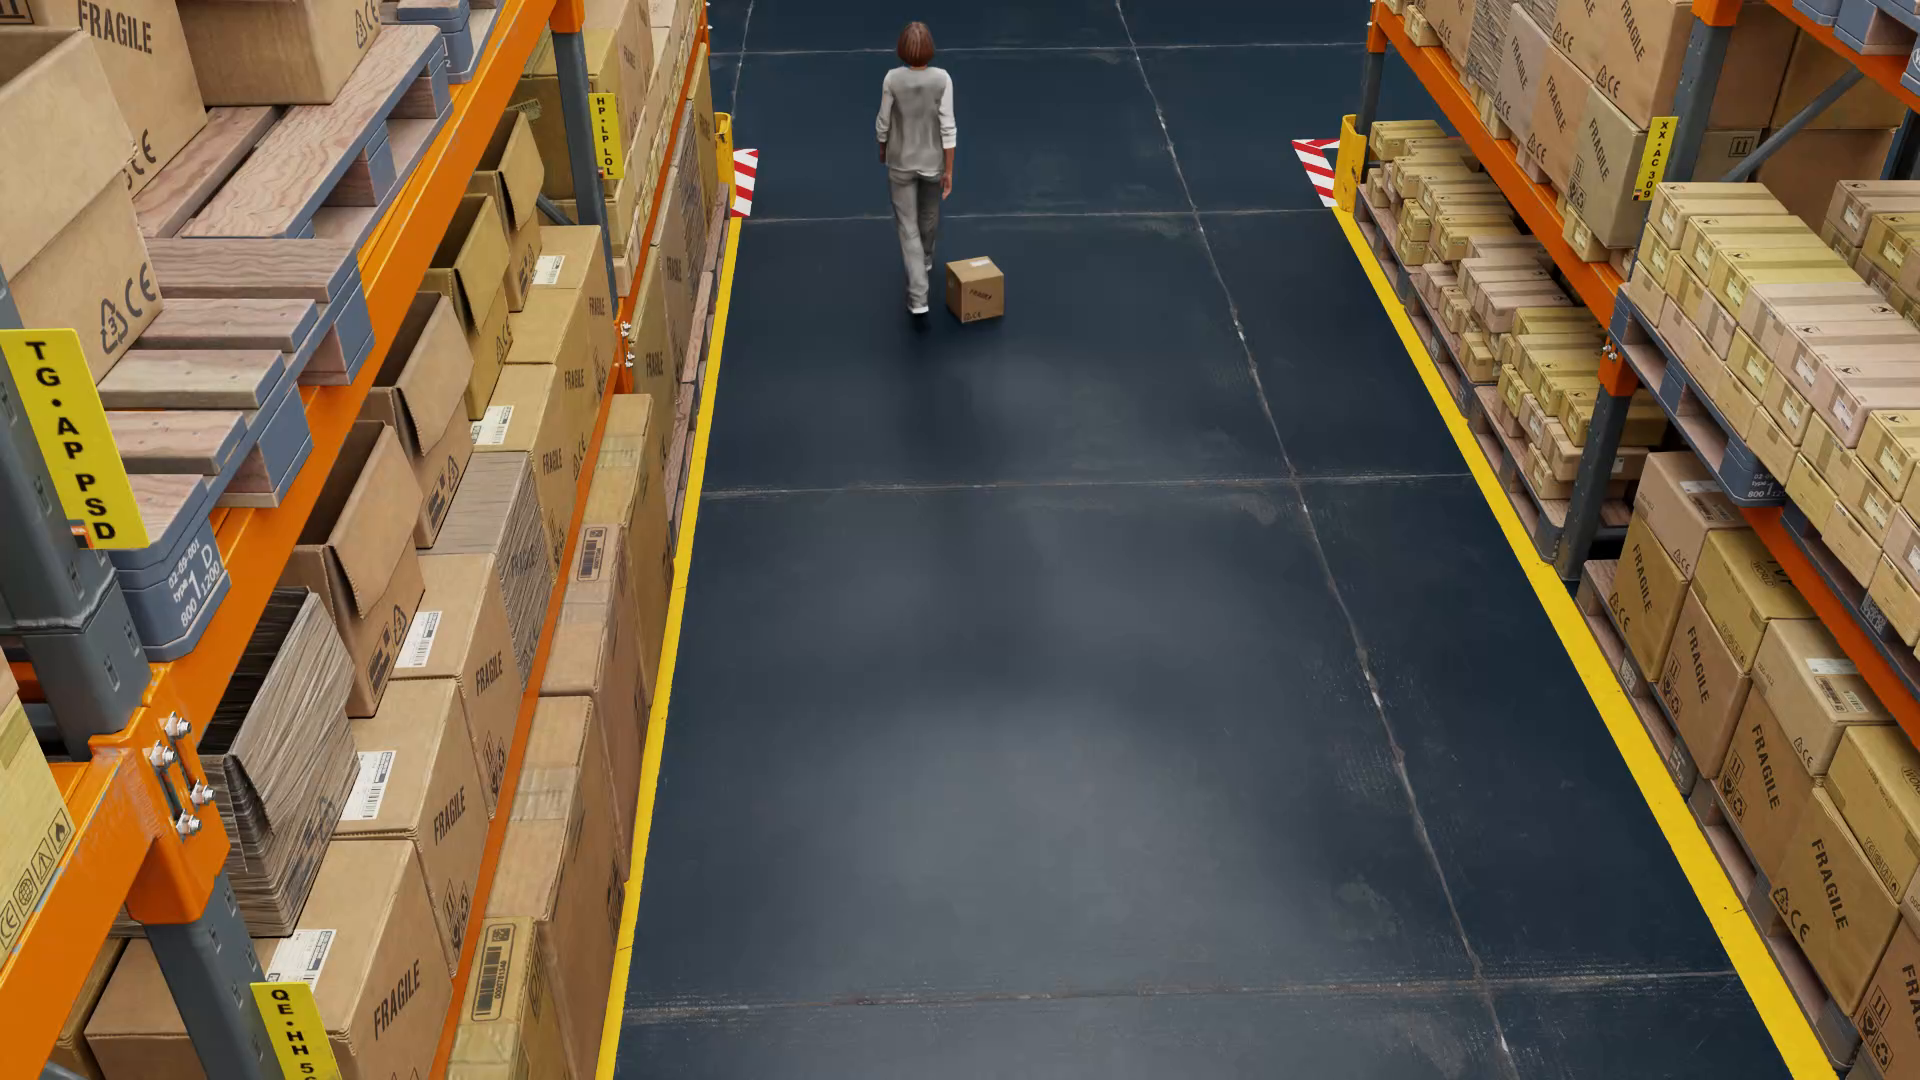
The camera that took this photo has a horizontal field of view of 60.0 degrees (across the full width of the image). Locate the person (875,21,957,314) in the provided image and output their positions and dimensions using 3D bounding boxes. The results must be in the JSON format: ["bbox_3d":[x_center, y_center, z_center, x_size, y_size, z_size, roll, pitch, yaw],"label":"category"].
[{"bbox_3d":[-0.242,-2.054,9.003,0.414,1.541,0.944,-6,36,-8],"label":"person"}]
